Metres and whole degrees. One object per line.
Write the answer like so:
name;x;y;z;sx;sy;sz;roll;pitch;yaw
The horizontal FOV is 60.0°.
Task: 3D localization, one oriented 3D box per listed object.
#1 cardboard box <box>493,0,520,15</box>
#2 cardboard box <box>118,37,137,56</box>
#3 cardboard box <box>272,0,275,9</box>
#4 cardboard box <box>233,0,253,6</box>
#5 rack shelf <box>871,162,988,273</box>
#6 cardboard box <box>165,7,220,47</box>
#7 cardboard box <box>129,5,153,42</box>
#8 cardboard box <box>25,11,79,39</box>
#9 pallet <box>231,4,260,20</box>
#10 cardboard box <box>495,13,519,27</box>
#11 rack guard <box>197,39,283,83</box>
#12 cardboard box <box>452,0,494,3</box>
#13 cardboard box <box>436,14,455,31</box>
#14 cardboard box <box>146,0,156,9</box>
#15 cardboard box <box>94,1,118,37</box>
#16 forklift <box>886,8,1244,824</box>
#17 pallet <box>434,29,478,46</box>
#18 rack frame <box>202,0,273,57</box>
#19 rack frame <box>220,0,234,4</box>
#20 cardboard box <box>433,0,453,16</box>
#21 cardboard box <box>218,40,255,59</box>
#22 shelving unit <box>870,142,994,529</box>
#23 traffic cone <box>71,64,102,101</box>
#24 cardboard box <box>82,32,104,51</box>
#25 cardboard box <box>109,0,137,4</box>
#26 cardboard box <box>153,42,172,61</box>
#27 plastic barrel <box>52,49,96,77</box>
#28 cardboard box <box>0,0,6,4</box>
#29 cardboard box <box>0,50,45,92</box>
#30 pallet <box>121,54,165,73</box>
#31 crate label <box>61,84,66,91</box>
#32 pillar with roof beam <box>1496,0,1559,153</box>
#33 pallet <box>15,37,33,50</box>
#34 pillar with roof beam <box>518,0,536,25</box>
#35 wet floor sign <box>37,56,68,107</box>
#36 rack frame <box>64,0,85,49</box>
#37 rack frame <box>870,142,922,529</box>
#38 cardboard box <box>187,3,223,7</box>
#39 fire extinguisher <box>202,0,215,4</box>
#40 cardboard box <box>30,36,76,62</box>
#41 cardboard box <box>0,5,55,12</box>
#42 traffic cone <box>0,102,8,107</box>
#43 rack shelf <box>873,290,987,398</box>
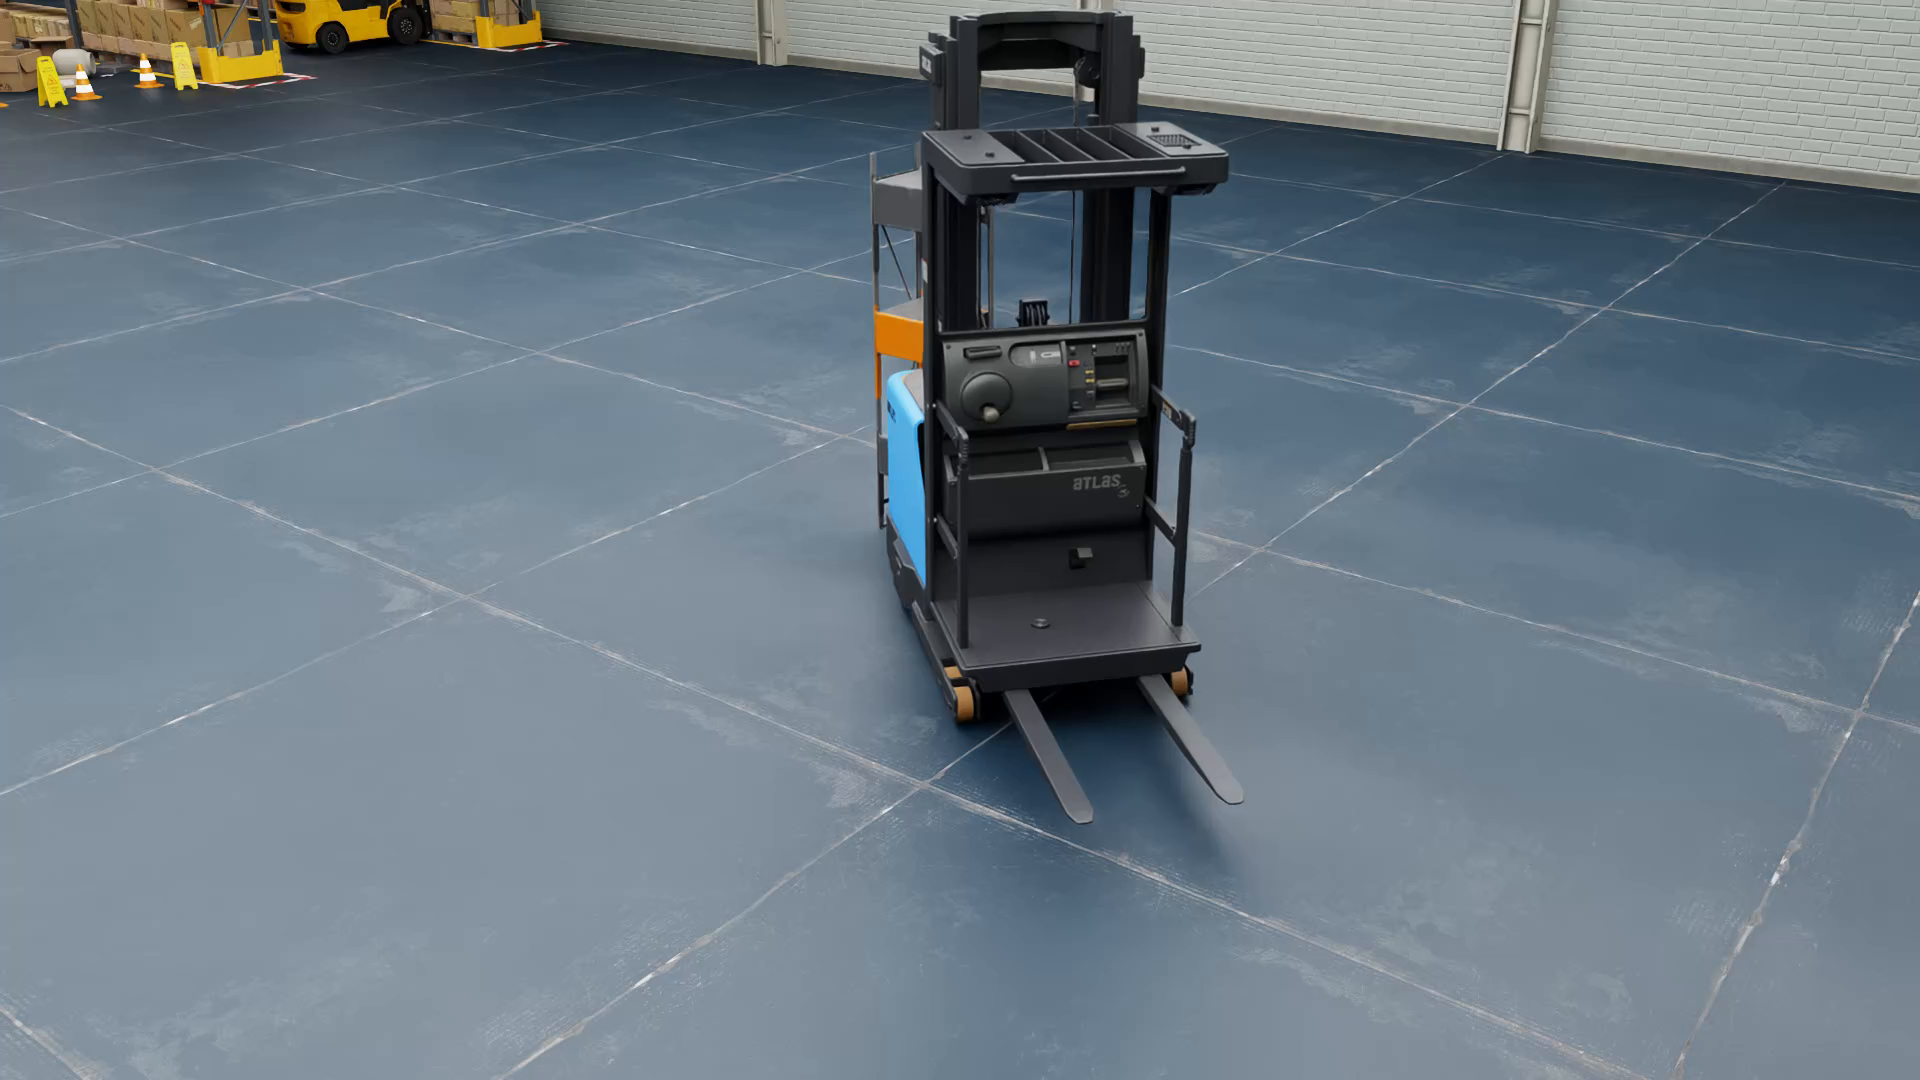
cardboard box;-8.002;-9.259;28.813;0.500;0.250;0.500;17;29;34
cardboard box;-12.755;-7.732;25.967;0.500;0.250;0.500;16;29;33
cardboard box;-12.594;-10.482;31.744;0.625;0.625;0.875;15;28;31
cardboard box;-13.661;-10.800;32.466;0.625;0.625;0.875;18;29;35
rack shelf;-0.144;-1.659;8.708;0.480;0.518;0.431;17;29;34
cardboard box;-11.522;-7.700;24.964;0.500;0.500;0.500;17;29;34
cardboard box;-12.341;-7.949;25.531;0.500;0.500;0.500;16;28;32
cardboard box;-14.923;-8.569;27.716;0.625;0.372;0.950;19;30;36
pallet;-13.516;-10.362;32.506;1.213;0.211;1.003;17;29;33
cardboard box;-8.026;-9.031;28.916;0.500;0.250;0.500;17;29;34
rack guard;-10.785;-7.188;24.943;0.348;0.500;1.175;17;29;33
cardboard box;-8.306;-9.318;28.326;0.500;0.250;0.500;18;29;35
cardboard box;-8.708;-8.984;28.810;0.500;0.250;0.500;17;29;33
cardboard box;-12.055;-8.125;25.126;0.250;0.149;0.380;17;29;34
cardboard box;-13.179;-8.202;26.104;0.500;0.500;0.500;18;30;35
forklift;0.434;-0.693;7.189;1.130;2.935;3.031;-5;24;-12
pallet;-8.387;-8.811;28.985;1.213;0.211;1.003;17;29;33
rack frame;-10.724;-8.313;24.397;0.127;3.000;1.000;17;29;33
rack frame;-14.152;-11.850;32.425;0.127;3.000;1.000;17;29;33
cardboard box;-8.722;-9.220;28.724;0.500;0.250;0.500;16;29;33
cardboard box;-11.204;-7.531;25.512;0.500;0.250;0.500;17;29;33
shelving unit;-0.144;-1.031;8.985;0.503;2.100;0.431;17;29;34
traffic cone;-12.236;-6.400;23.201;0.334;0.463;0.336;17;29;33
cardboard box;-13.615;-7.984;26.541;0.500;0.250;0.500;15;28;31
cardboard box;-12.921;-8.387;25.720;0.250;0.149;0.380;19;30;36
cardboard box;-11.942;-7.483;25.404;0.500;0.250;0.500;17;29;33
plastic barrel;-13.285;-7.145;24.942;0.512;0.421;0.421;-5;24;-12
cardboard box;-17.629;-9.661;29.572;0.875;0.875;0.875;17;29;33
cardboard box;-13.648;-6.779;24.011;0.637;0.503;0.797;-1;24;-3
pallet;-12.386;-7.558;26.143;1.213;0.211;1.003;17;29;33
crate label;-12.902;-6.421;23.652;0.298;0.136;0.250;3;24;6
pillar with roof beam;4.055;-7.378;14.835;0.400;9.000;9.100;17;29;33
pallet;-15.529;-8.487;28.250;1.213;0.211;1.003;17;29;33
pillar with roof beam;-10.349;-11.731;24.714;0.400;9.000;9.100;17;29;33
wet floor sign;-12.401;-6.246;22.626;0.232;0.644;0.267;12;26;24
rack frame;-13.925;-9.280;26.593;0.127;3.000;1.000;17;29;33
rack frame;-0.337;-1.091;9.121;0.015;2.100;0.400;17;29;34
cardboard box;-11.644;-8.005;25.657;0.500;0.500;0.500;16;28;31
fire extinguisher;-10.909;-8.101;24.013;0.183;0.674;0.296;17;29;33
cardboard box;-13.884;-7.439;25.512;0.500;0.500;0.500;-5;24;-12
cardboard box;-16.084;-8.922;28.517;0.625;0.372;0.950;16;28;32
traffic cone;-13.185;-6.117;22.560;0.334;0.463;0.336;17;29;33
rack shelf;-0.144;-1.018;8.990;0.480;0.518;0.431;17;29;34
